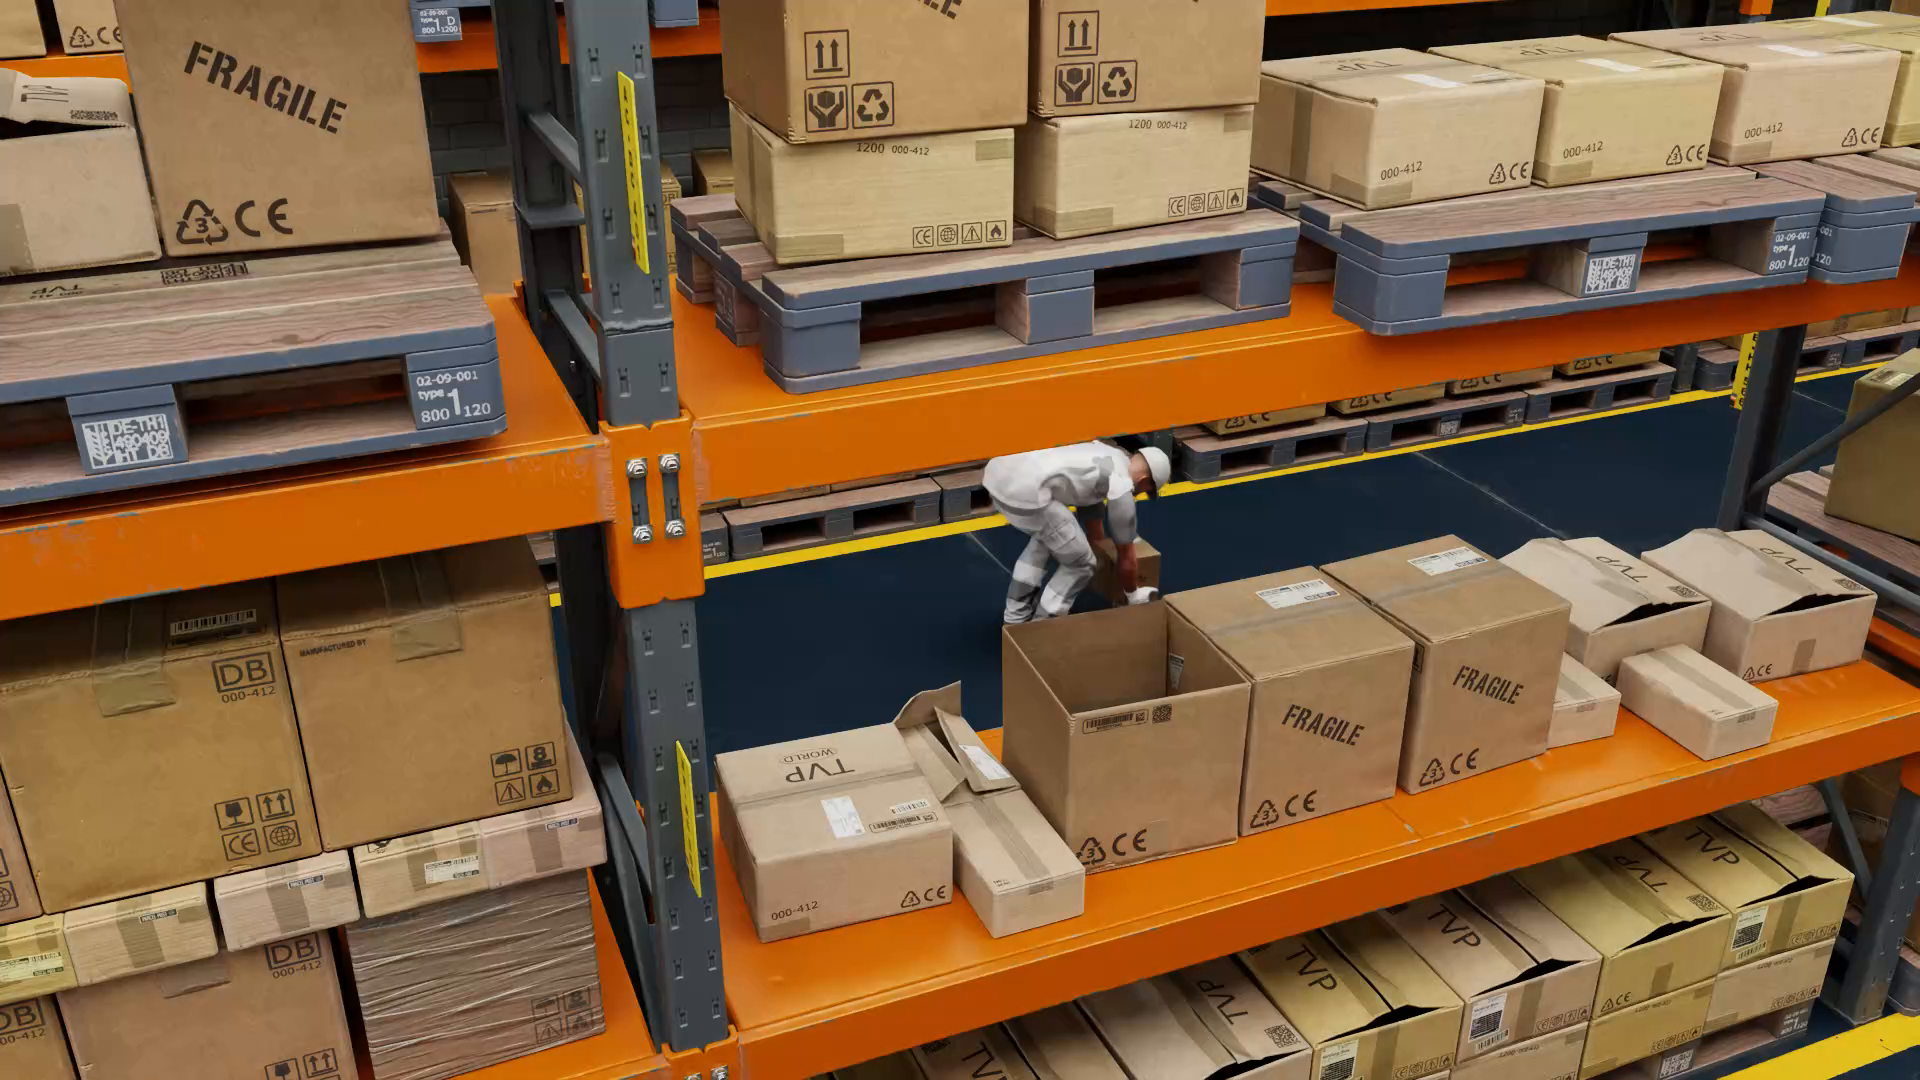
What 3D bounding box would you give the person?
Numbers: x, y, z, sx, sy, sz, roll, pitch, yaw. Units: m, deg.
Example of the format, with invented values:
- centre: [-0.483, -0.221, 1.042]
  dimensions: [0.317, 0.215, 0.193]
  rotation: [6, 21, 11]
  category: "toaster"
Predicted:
- centre: [0.573, -0.024, 7.980]
  dimensions: [0.960, 1.048, 0.519]
  rotation: [-12, 28, -23]
  category: "person"
